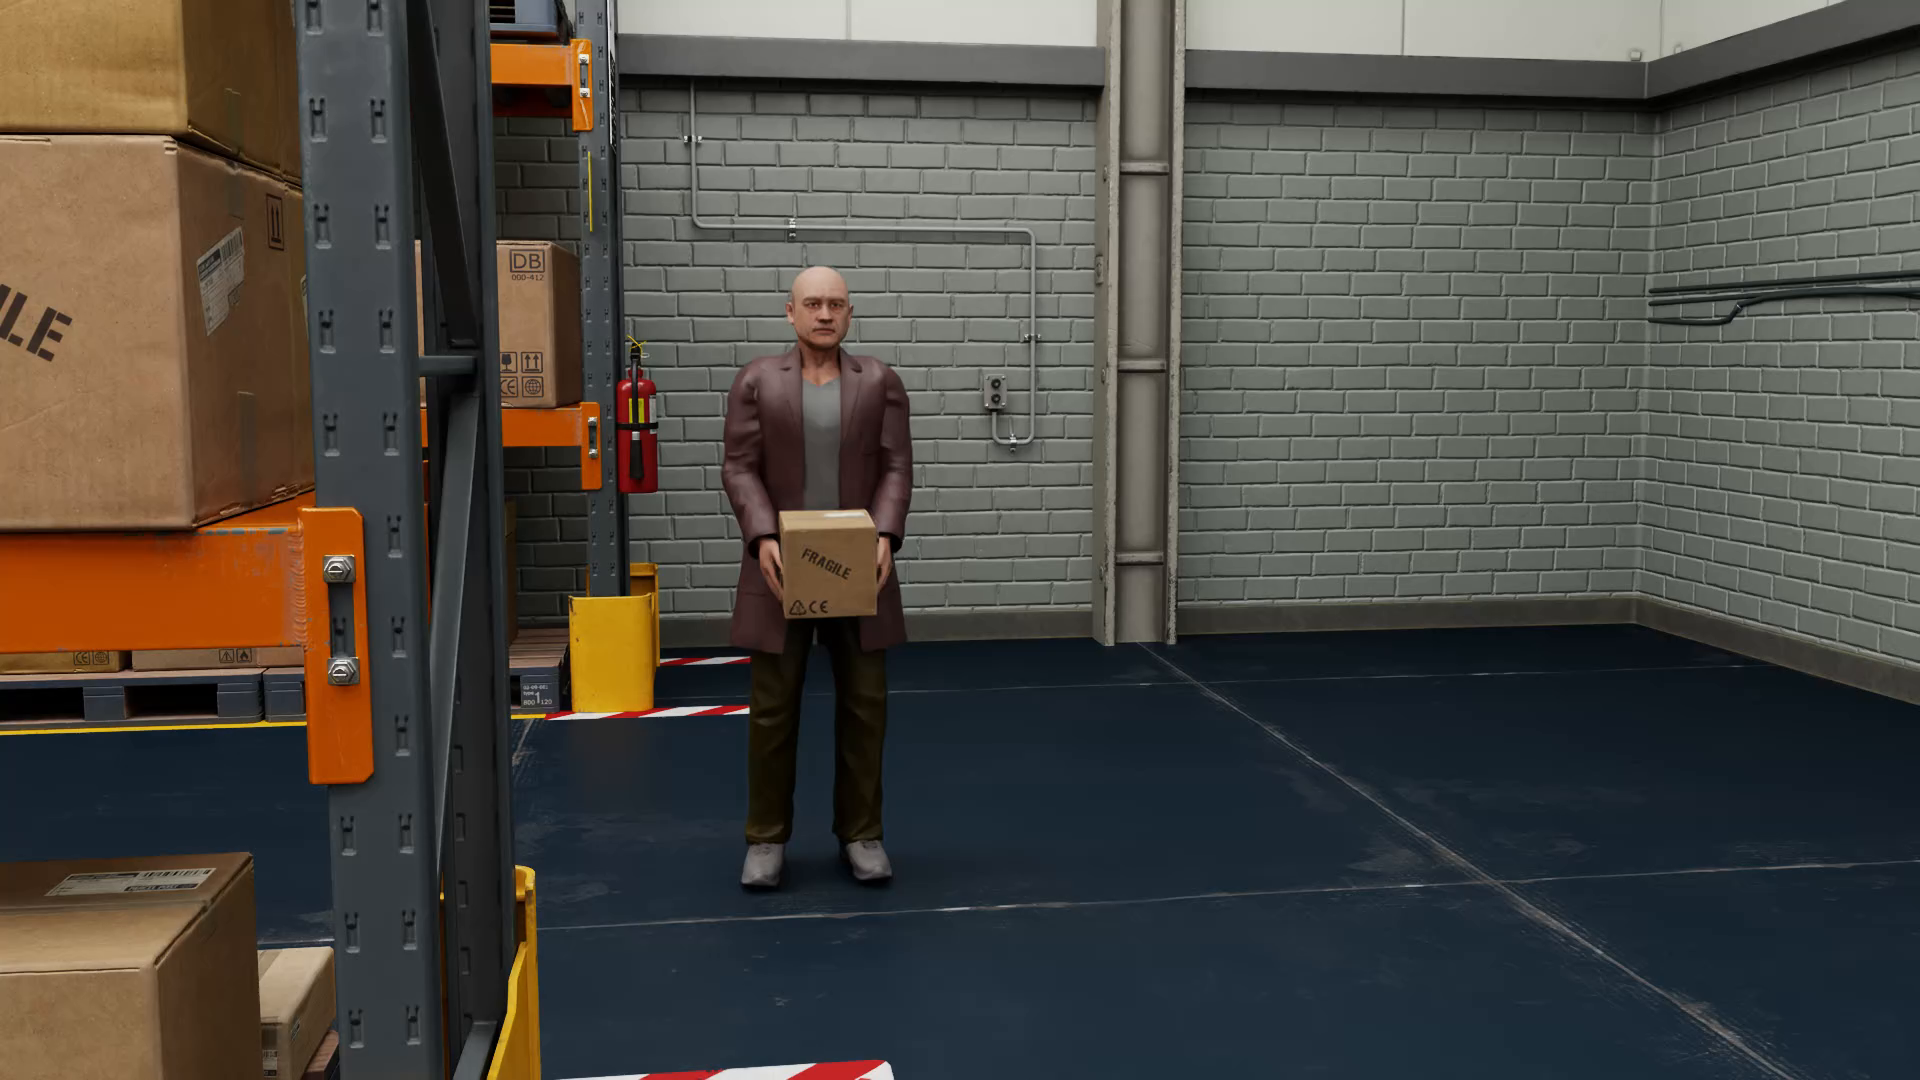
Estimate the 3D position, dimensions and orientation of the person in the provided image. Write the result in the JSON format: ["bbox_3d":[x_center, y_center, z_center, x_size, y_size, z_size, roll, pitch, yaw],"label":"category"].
[{"bbox_3d":[-0.401,0.103,4.807,0.566,1.782,0.499,-1,6,-9],"label":"person"}]
